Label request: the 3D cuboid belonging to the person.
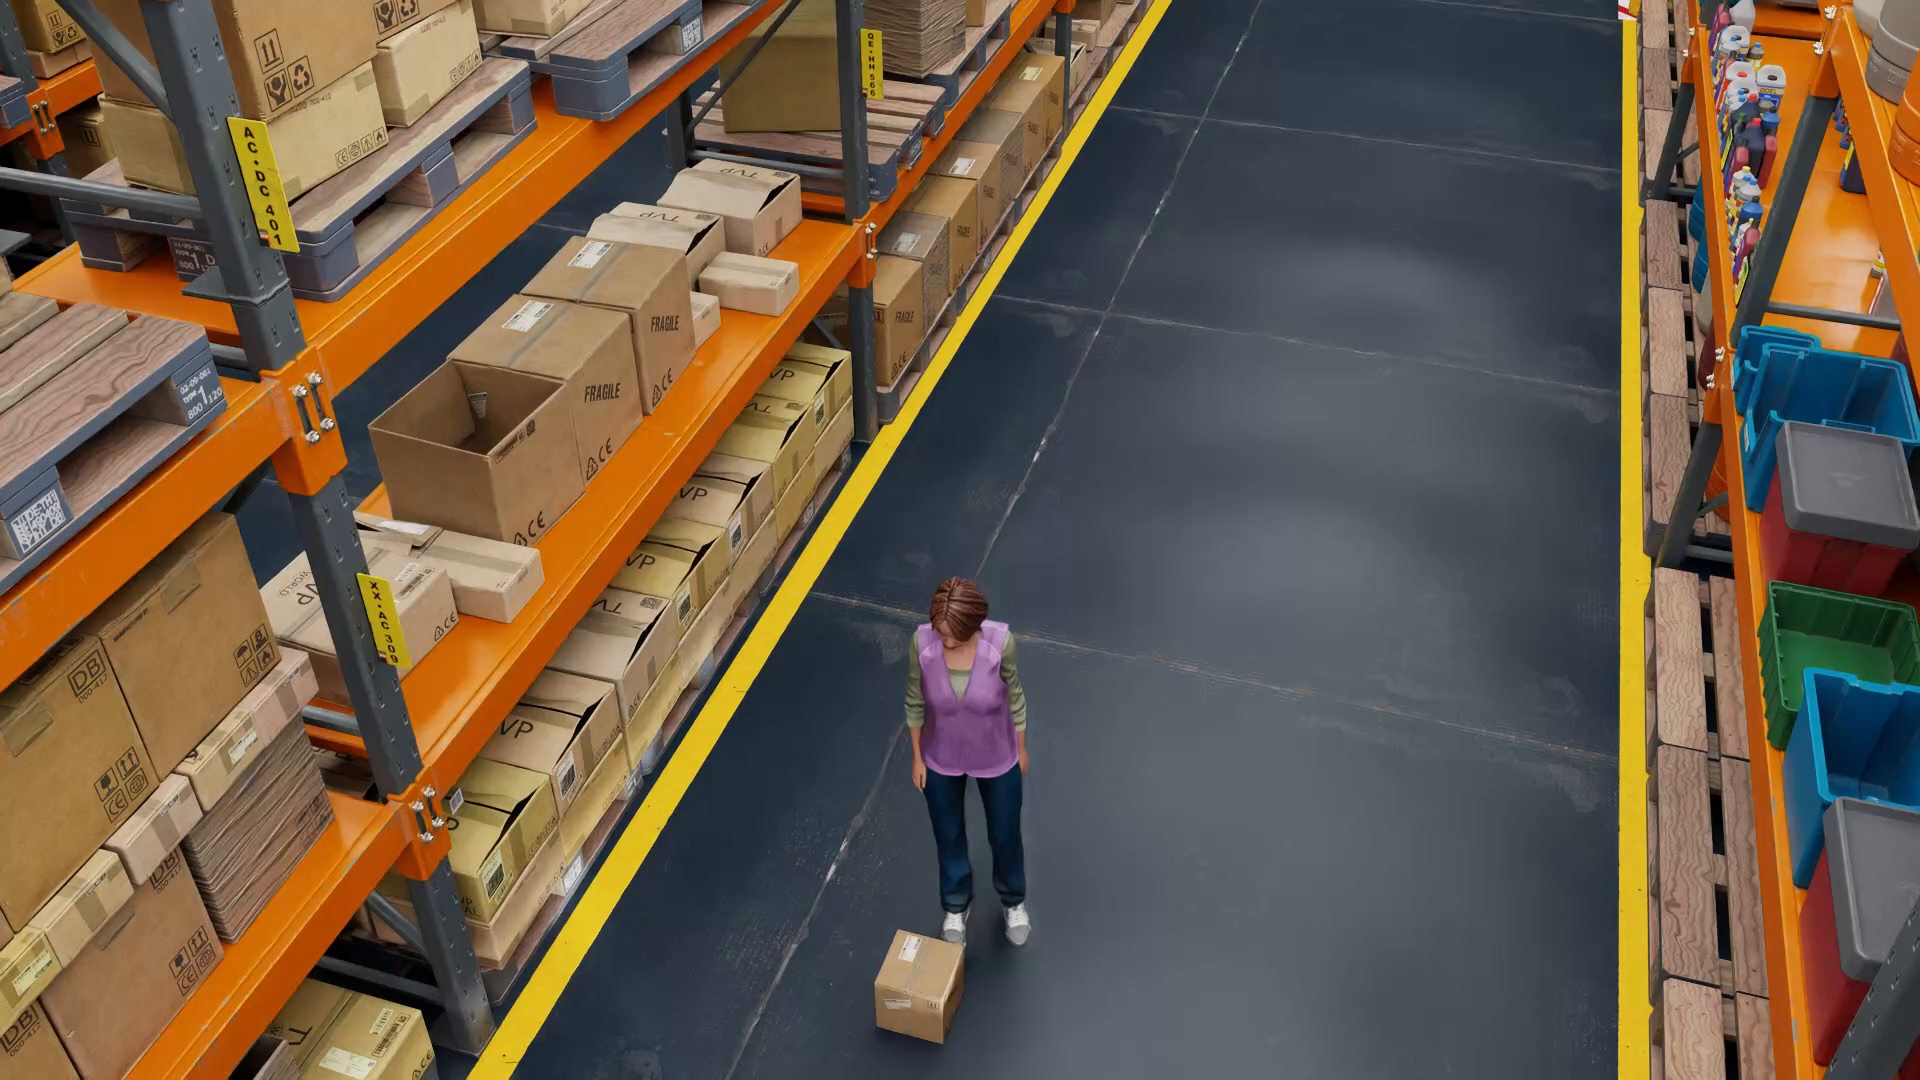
[{"bbox_3d":[0.037,0.823,5.839,0.476,1.630,0.419,4,38,5],"label":"person"}]
